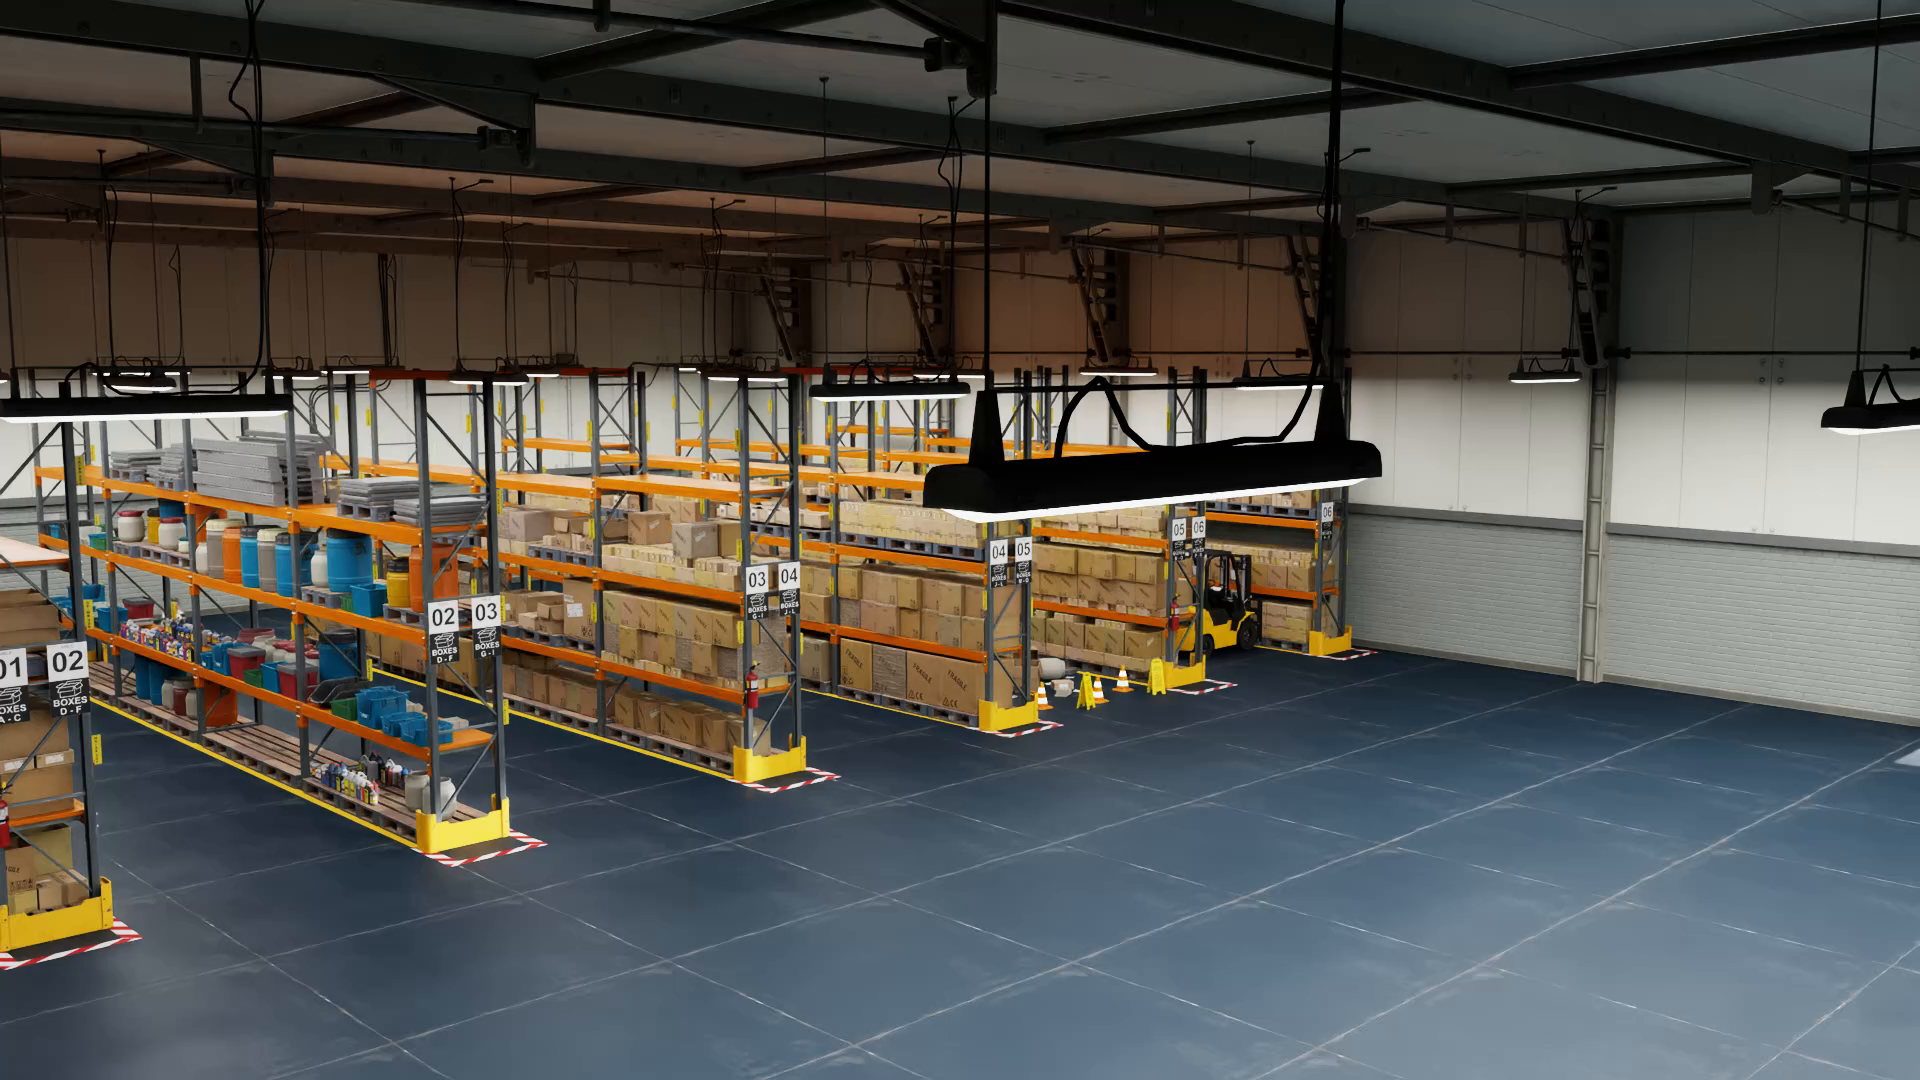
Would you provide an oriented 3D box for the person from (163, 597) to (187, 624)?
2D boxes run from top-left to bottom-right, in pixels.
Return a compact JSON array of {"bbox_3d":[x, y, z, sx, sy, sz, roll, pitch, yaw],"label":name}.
[{"bbox_3d":[-15.061,1.901,31.971,1.042,1.598,0.571,4,8,31],"label":"person"}]
